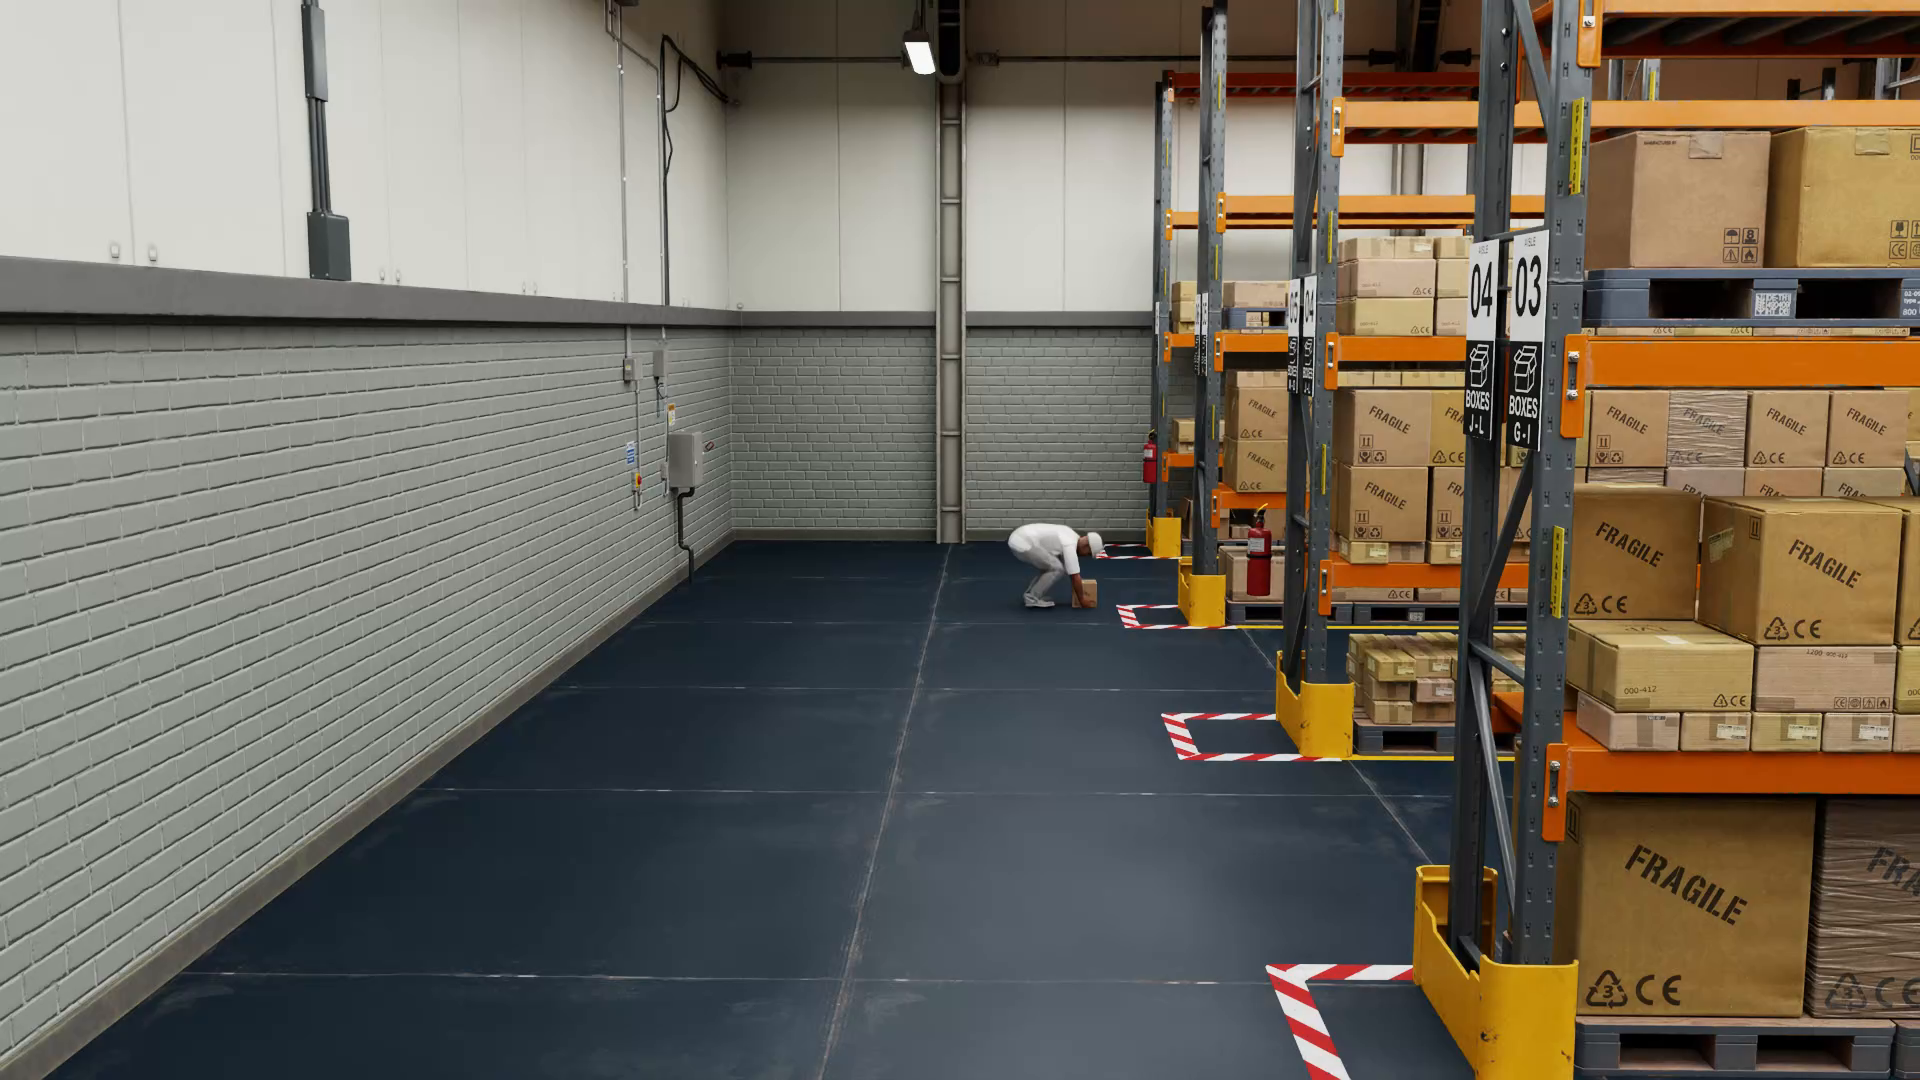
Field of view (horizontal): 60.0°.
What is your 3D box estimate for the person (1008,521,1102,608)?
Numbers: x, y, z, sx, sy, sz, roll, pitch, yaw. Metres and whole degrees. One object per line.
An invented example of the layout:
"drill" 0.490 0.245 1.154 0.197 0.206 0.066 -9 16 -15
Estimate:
"person" 0.989 0.248 17.283 0.978 0.897 0.512 0 7 -1
